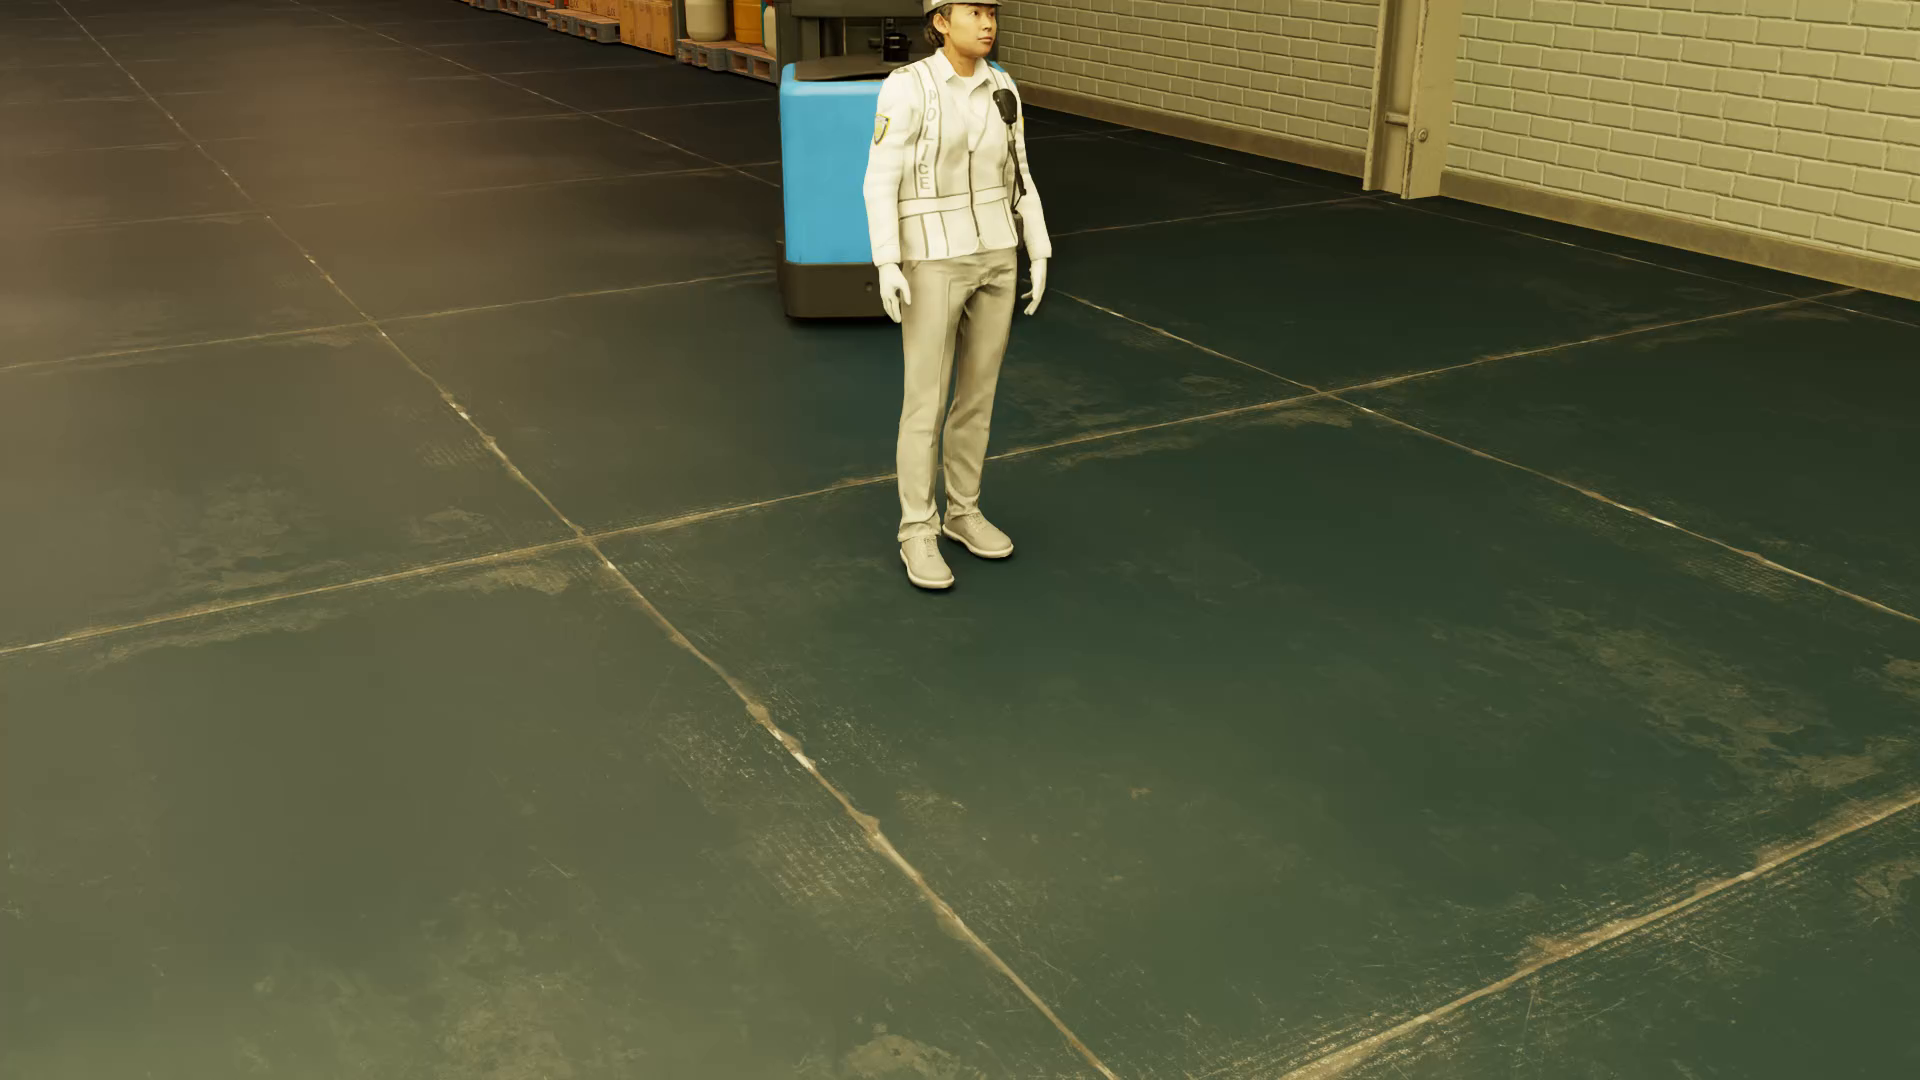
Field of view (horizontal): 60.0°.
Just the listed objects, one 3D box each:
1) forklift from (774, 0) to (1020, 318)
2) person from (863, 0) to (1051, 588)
[{"bbox_3d":[-0.377,-2.853,8.228,1.130,2.935,3.031,-2,22,-5],"label":"forklift"},{"bbox_3d":[0.029,-0.767,4.752,0.588,1.695,0.531,-12,25,-28],"label":"person"}]
